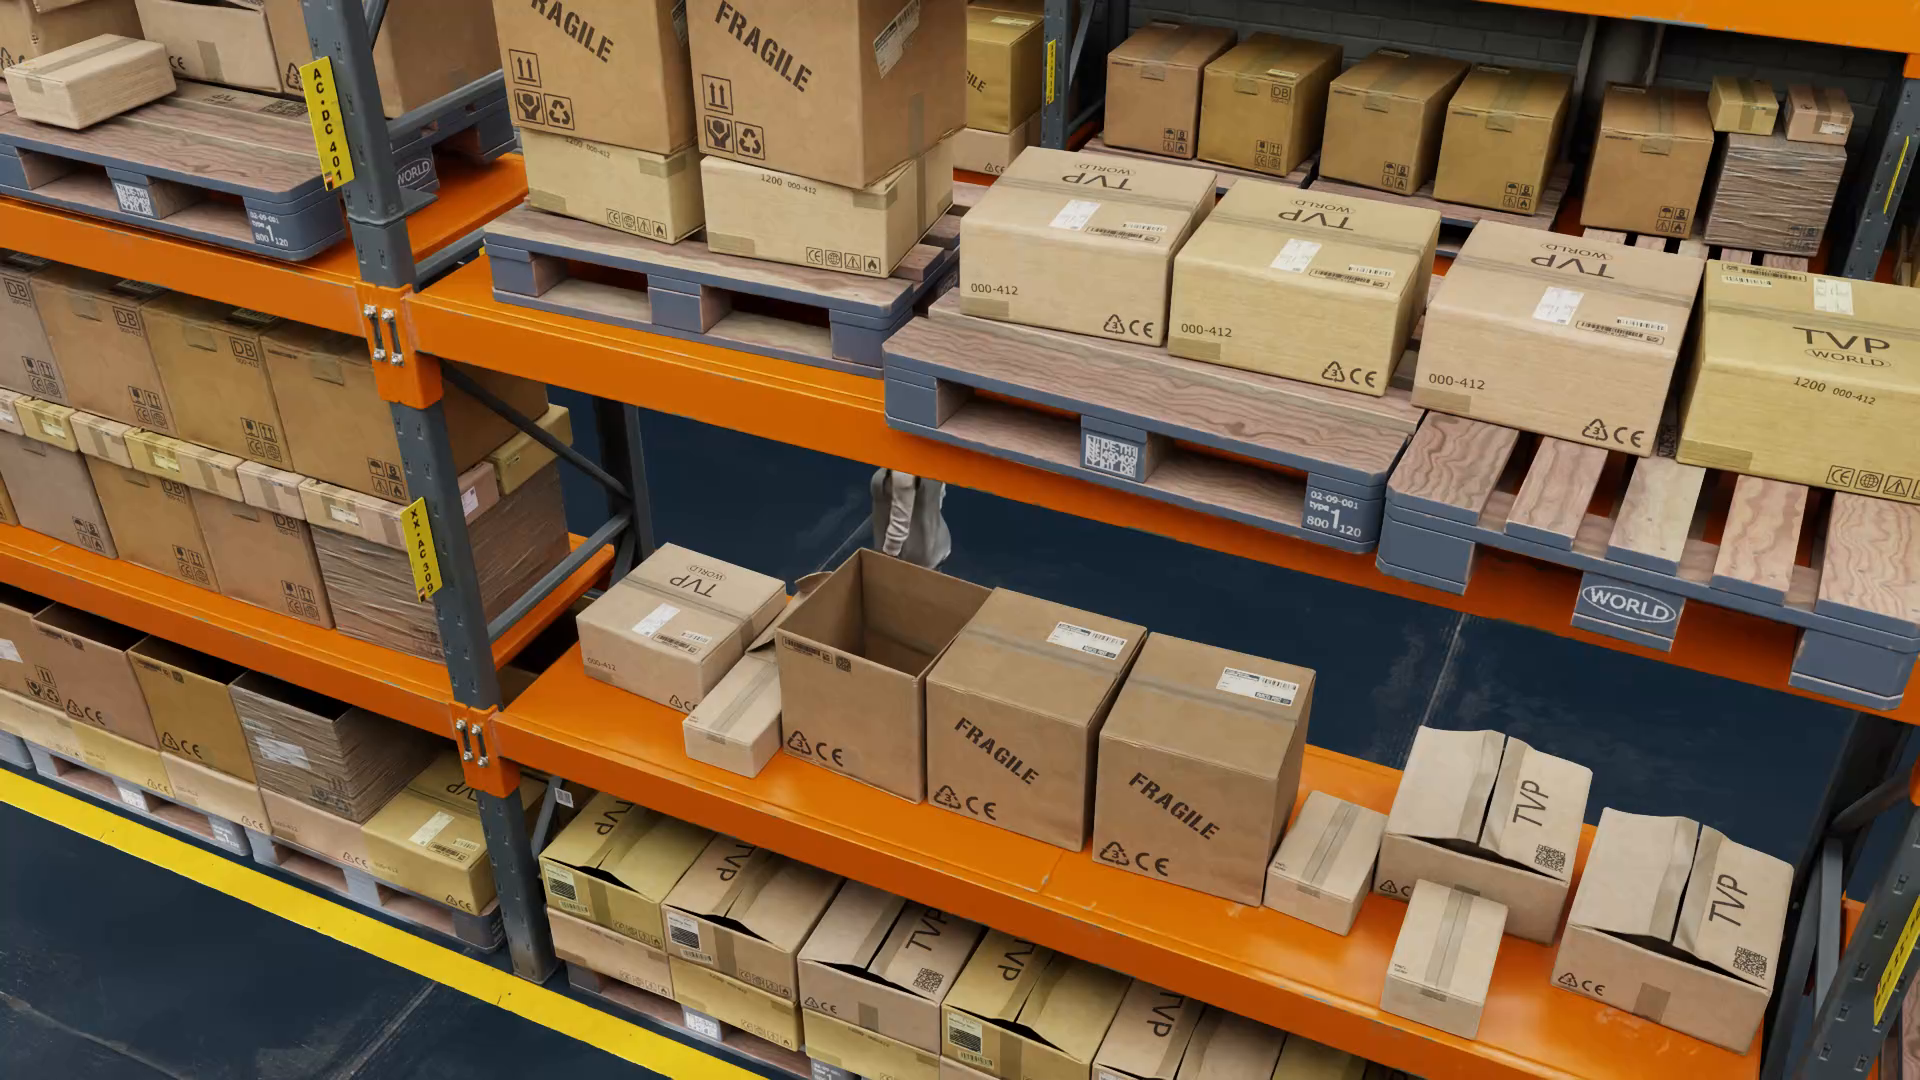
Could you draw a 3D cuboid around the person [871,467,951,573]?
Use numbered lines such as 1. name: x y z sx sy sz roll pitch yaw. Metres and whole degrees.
1. person: -0.195 0.083 7.019 0.312 1.622 0.433 14 37 20
